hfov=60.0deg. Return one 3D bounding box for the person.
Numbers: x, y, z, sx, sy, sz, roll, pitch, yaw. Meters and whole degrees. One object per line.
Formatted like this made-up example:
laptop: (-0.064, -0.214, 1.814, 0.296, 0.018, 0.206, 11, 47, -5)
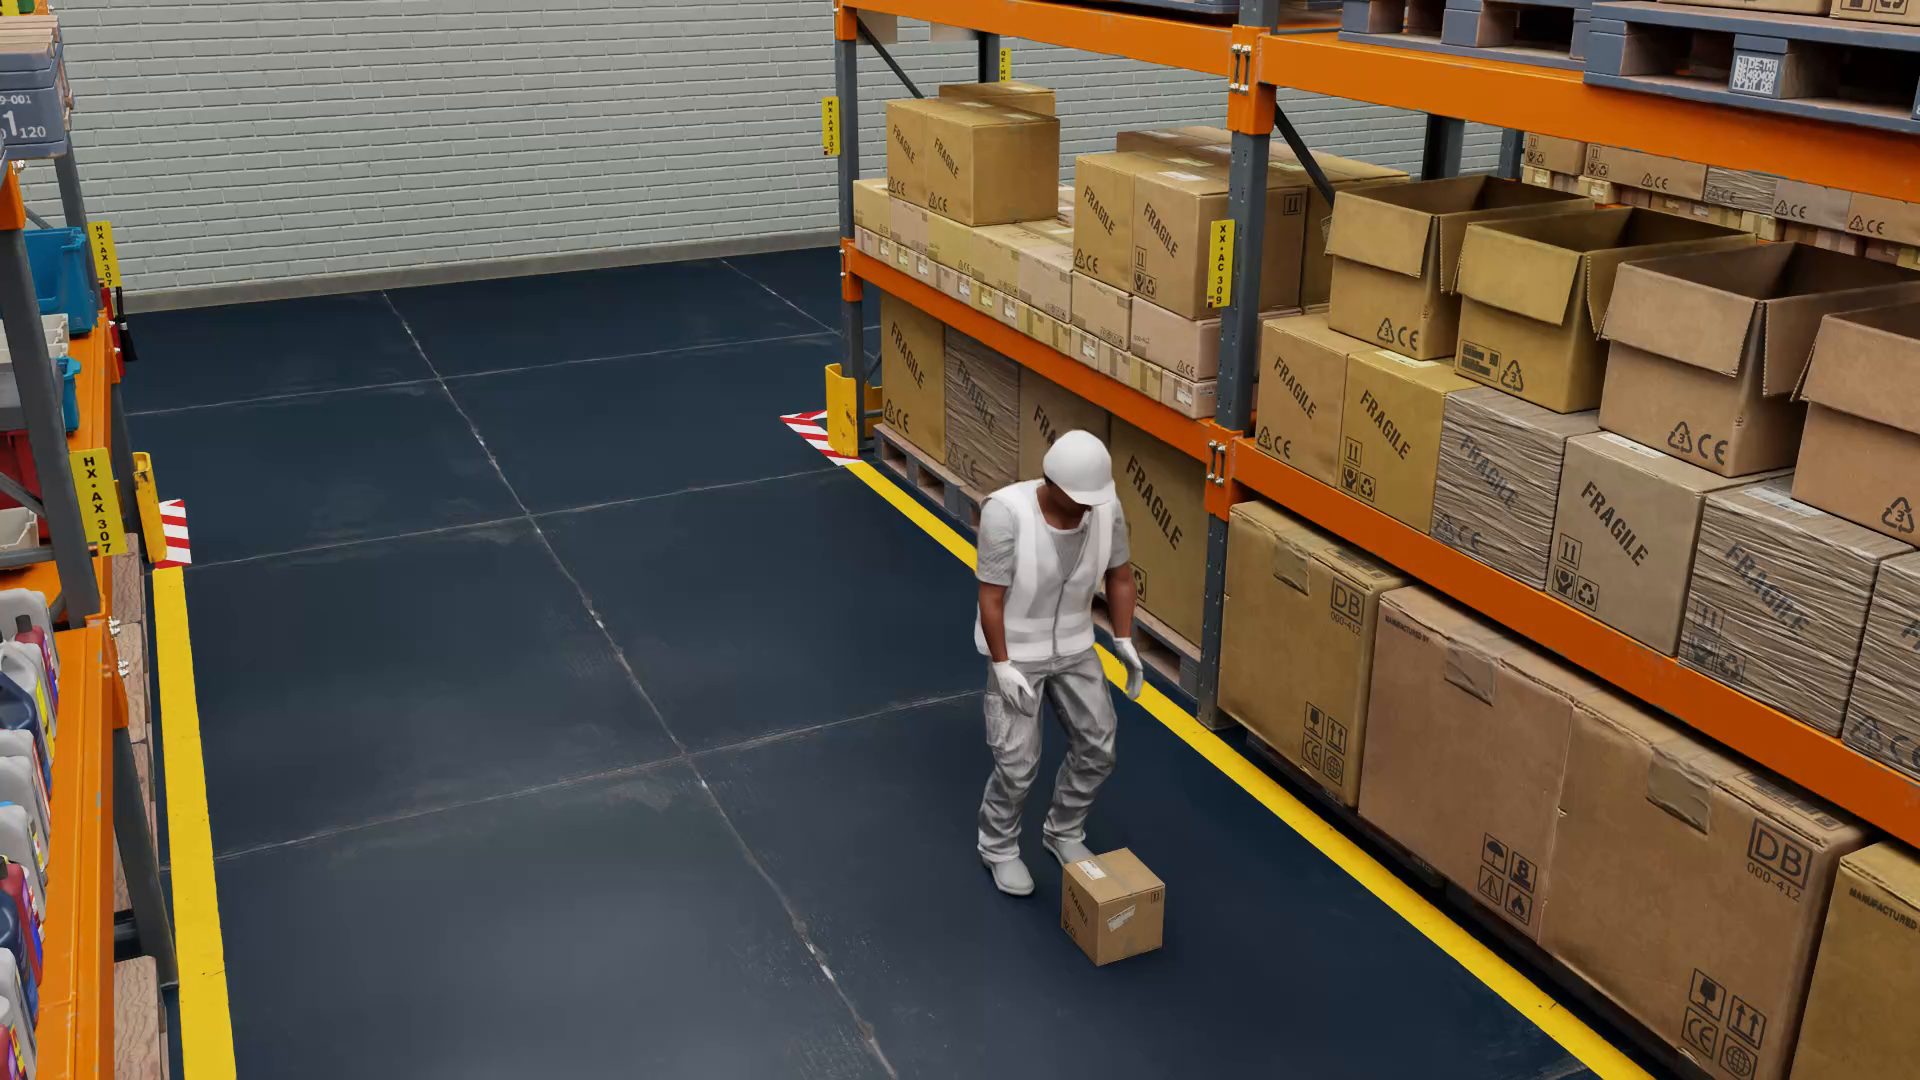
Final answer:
person: (0.325, 0.397, 5.699, 0.584, 1.695, 0.517, -10, 24, -22)
